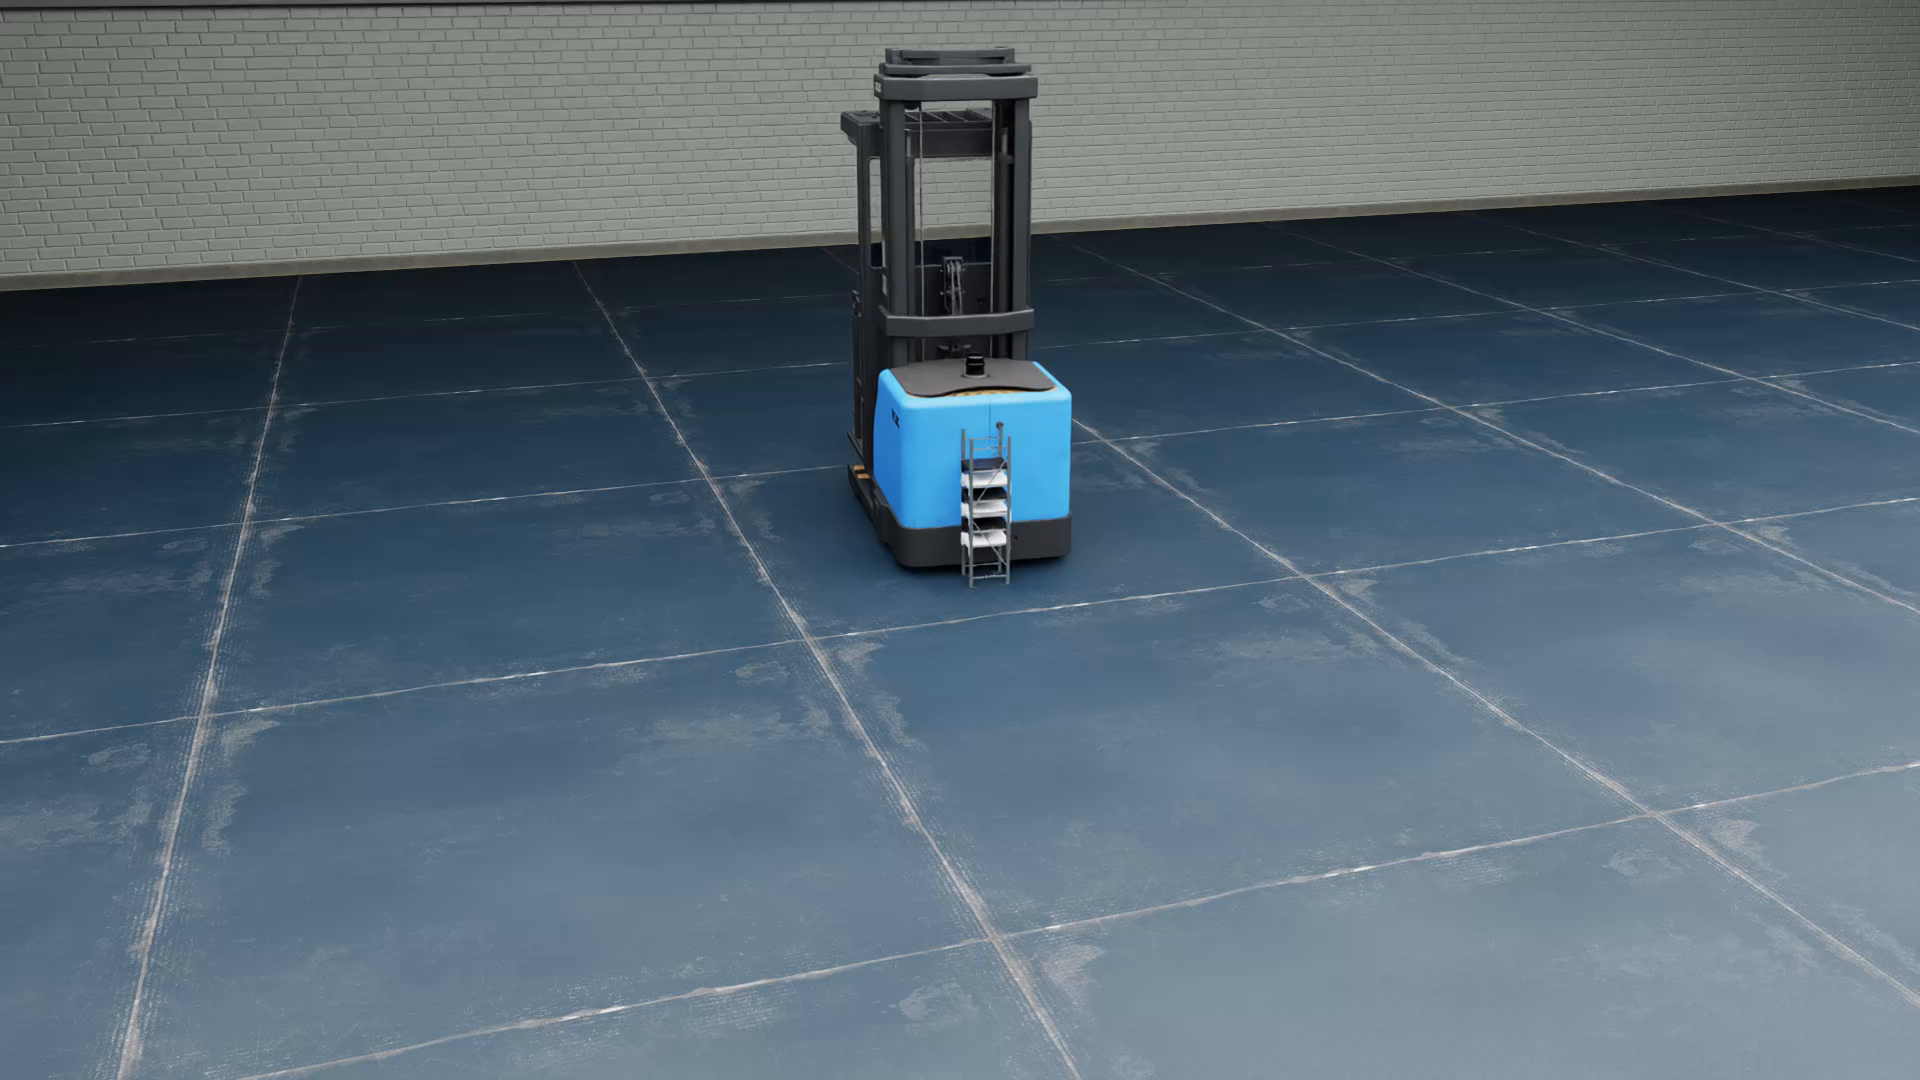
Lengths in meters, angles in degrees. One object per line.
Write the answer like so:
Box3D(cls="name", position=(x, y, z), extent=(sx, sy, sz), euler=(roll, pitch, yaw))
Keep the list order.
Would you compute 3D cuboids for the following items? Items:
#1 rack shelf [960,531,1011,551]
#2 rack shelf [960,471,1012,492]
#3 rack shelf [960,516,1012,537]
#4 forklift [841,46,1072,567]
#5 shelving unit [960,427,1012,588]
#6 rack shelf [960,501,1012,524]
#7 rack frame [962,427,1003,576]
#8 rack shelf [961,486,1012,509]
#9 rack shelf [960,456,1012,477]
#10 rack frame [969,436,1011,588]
Box3D(cls="rack shelf", position=(0.149, 0.015, 9.676), extent=(0.258, 0.077, 0.200), euler=(-4, 20, -12))
Box3D(cls="rack shelf", position=(0.149, -0.324, 9.554), extent=(0.258, 0.077, 0.200), euler=(-4, 20, -12))
Box3D(cls="rack shelf", position=(0.149, -0.070, 9.645), extent=(0.258, 0.077, 0.200), euler=(-4, 20, -12))
Box3D(cls="forklift", position=(-0.149, -1.682, 10.762), extent=(1.130, 2.935, 3.031), euler=(-4, 20, -12))
Box3D(cls="shelving unit", position=(0.149, -0.186, 9.603), extent=(0.258, 0.900, 0.210), euler=(-4, 20, -12))
Box3D(cls="rack shelf", position=(0.149, -0.155, 9.615), extent=(0.258, 0.077, 0.200), euler=(-4, 20, -12))
Box3D(cls="rack frame", position=(0.128, -0.220, 9.697), extent=(0.240, 0.900, 0.006), euler=(-4, 20, -12))
Box3D(cls="rack shelf", position=(0.149, -0.239, 9.584), extent=(0.258, 0.077, 0.200), euler=(-4, 20, -12))
Box3D(cls="rack shelf", position=(0.149, -0.409, 9.523), extent=(0.258, 0.077, 0.200), euler=(-4, 20, -12))
Box3D(cls="rack frame", position=(0.171, -0.153, 9.510), extent=(0.240, 0.900, 0.006), euler=(-4, 20, -12))
